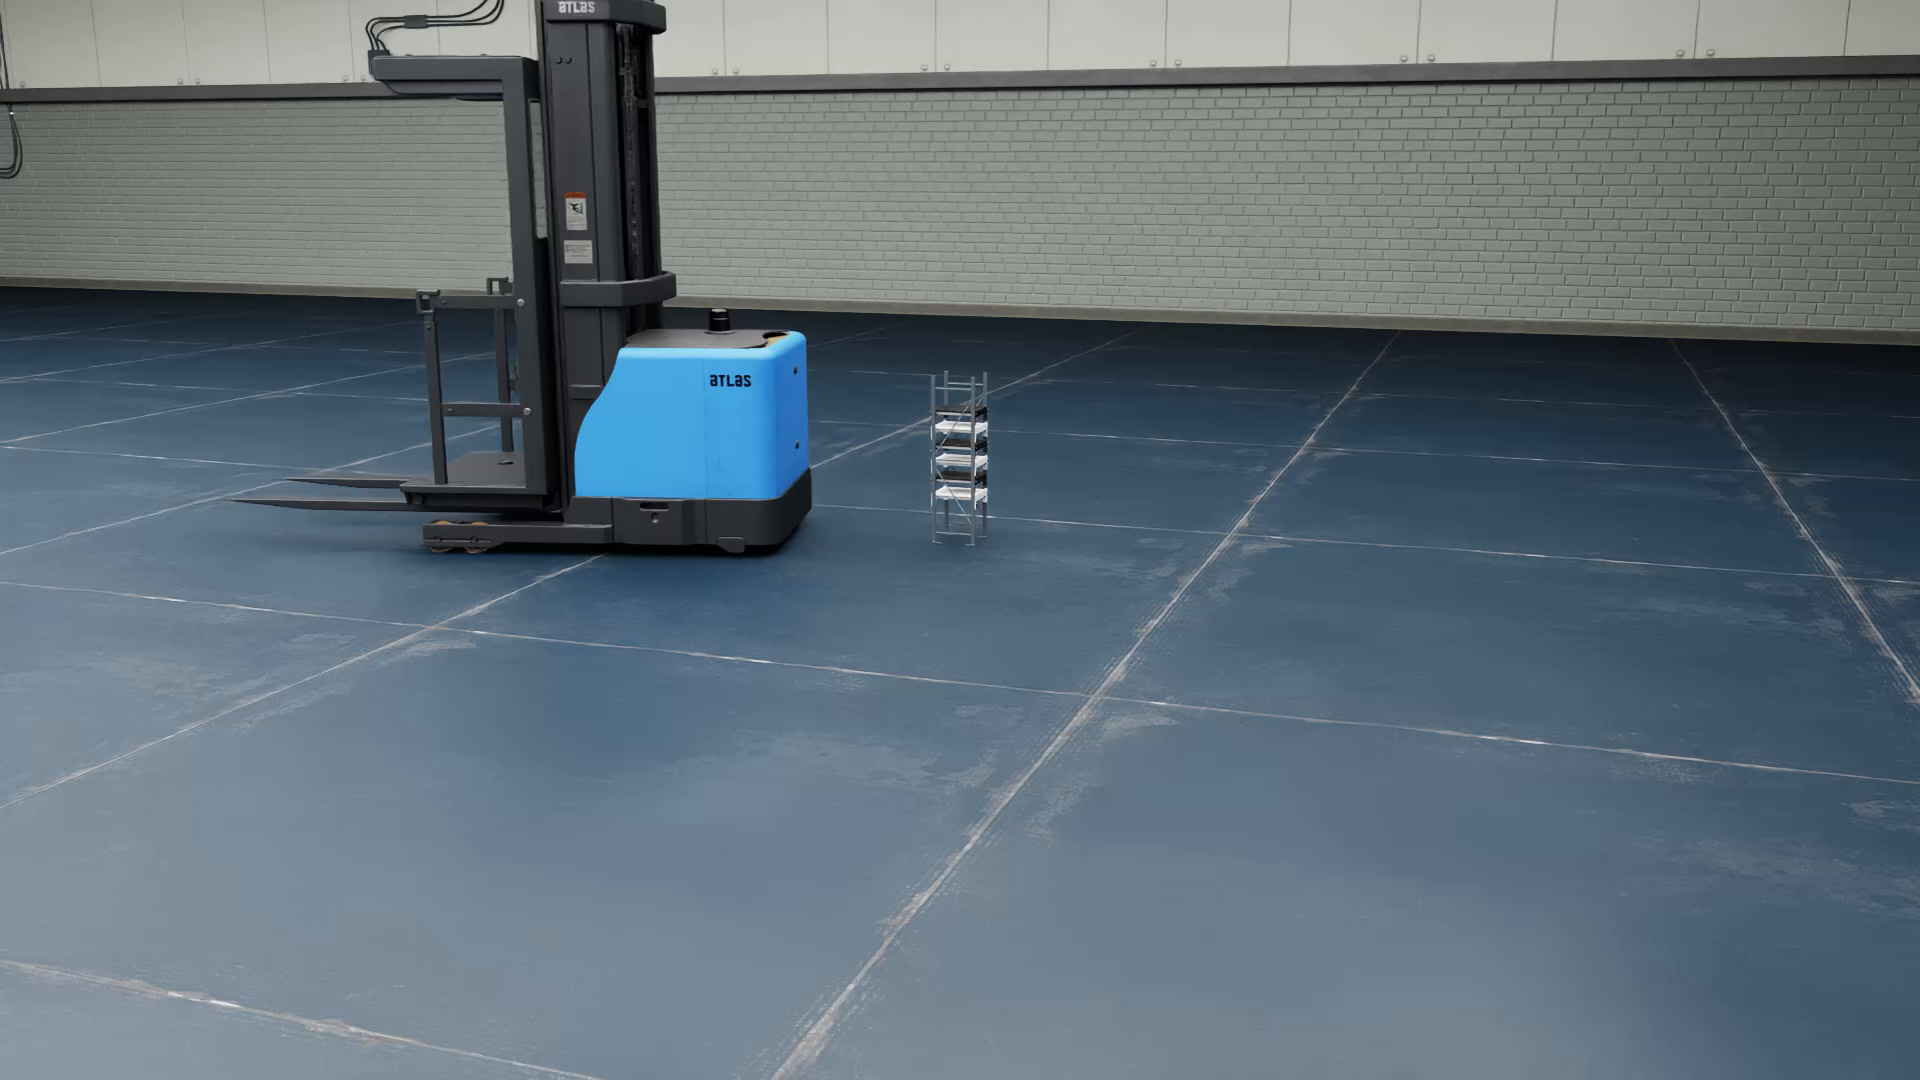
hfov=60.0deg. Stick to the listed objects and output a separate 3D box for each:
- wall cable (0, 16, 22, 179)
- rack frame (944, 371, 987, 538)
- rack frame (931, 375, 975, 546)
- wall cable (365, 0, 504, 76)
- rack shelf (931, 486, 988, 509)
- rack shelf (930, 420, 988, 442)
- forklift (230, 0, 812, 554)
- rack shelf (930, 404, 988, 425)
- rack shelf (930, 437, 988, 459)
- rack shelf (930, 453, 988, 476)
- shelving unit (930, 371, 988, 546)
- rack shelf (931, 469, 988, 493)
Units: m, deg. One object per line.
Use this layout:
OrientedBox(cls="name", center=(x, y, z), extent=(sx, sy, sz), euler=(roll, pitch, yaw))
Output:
OrientedBox(cls="wall cable", center=(-16.407, -7.077, 26.749), extent=(3.097, 2.526, 0.112), euler=(4, 14, 18))
OrientedBox(cls="rack frame", center=(0.030, -0.458, 8.974), extent=(0.240, 0.900, 0.006), euler=(4, 14, 18))
OrientedBox(cls="rack frame", center=(-0.036, -0.416, 8.787), extent=(0.240, 0.900, 0.006), euler=(4, 14, 18))
OrientedBox(cls="wall cable", center=(-7.430, -9.562, 23.016), extent=(2.305, 6.003, 0.169), euler=(4, 14, 18))
OrientedBox(cls="rack shelf", center=(-0.003, -0.229, 8.928), extent=(0.258, 0.077, 0.200), euler=(4, 14, 18))
OrientedBox(cls="rack shelf", center=(-0.003, -0.580, 8.848), extent=(0.258, 0.077, 0.200), euler=(4, 14, 18))
OrientedBox(cls="forklift", center=(-2.389, -1.473, 8.856), extent=(3.031, 2.935, 1.130), euler=(1, 13, 5))
OrientedBox(cls="rack shelf", center=(-0.003, -0.668, 8.828), extent=(0.258, 0.077, 0.200), euler=(4, 14, 18))
OrientedBox(cls="rack shelf", center=(-0.003, -0.492, 8.868), extent=(0.258, 0.077, 0.200), euler=(4, 14, 18))
OrientedBox(cls="rack shelf", center=(-0.003, -0.405, 8.888), extent=(0.258, 0.077, 0.200), euler=(4, 14, 18))
OrientedBox(cls="shelving unit", center=(-0.003, -0.437, 8.880), extent=(0.258, 0.900, 0.210), euler=(4, 14, 18))
OrientedBox(cls="rack shelf", center=(-0.003, -0.317, 8.908), extent=(0.258, 0.077, 0.200), euler=(4, 14, 18))
